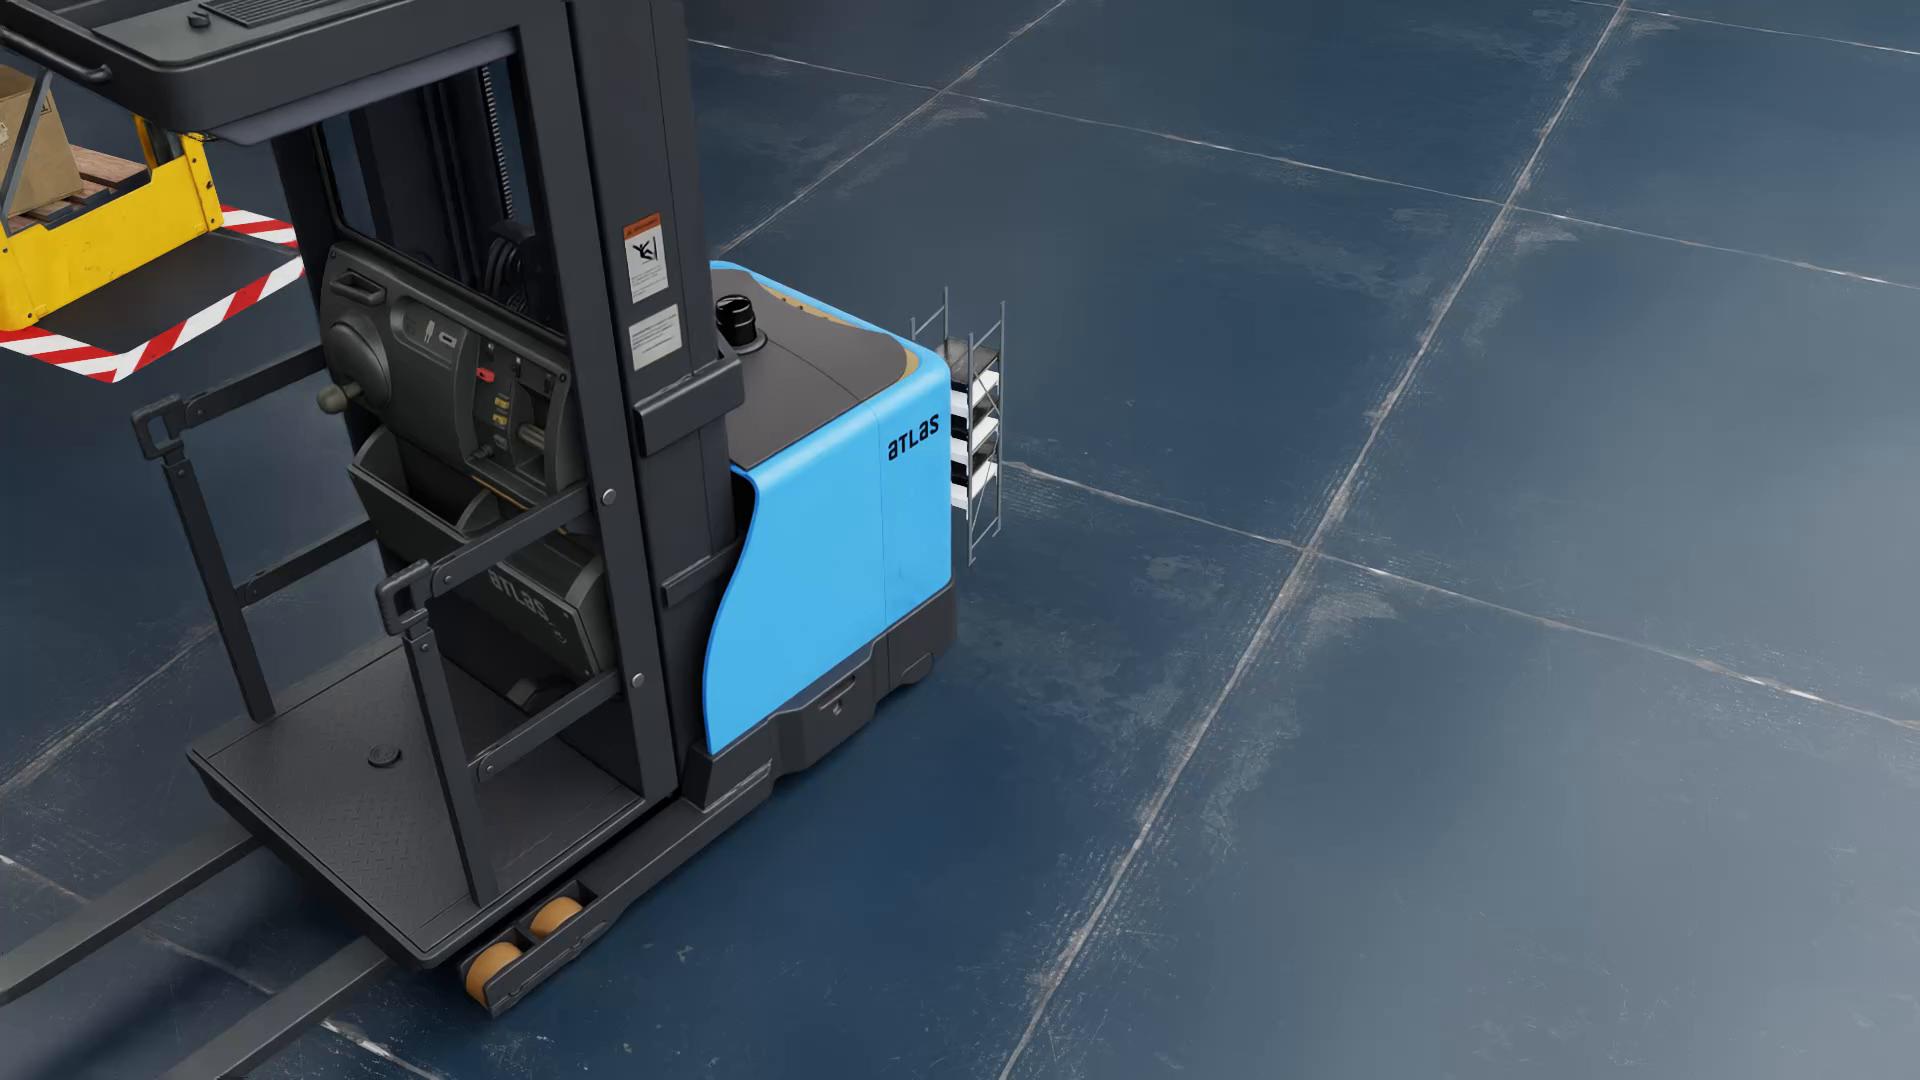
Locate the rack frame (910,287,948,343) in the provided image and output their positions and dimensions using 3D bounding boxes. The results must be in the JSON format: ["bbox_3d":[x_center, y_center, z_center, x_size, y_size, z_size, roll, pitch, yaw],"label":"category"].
[{"bbox_3d":[-0.097,-0.389,5.518,0.006,0.900,0.240,17,41,21],"label":"rack frame"}]

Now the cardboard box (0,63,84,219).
[{"bbox_3d":[-4.276,-1.739,7.281,0.500,0.500,0.500,25,44,29],"label":"cardboard box"}]

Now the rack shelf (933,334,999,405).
[{"bbox_3d":[-0.007,-0.549,5.338,0.200,0.077,0.258,17,41,21],"label":"rack shelf"}]

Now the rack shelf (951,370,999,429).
[{"bbox_3d":[-0.007,-0.478,5.392,0.200,0.077,0.258,17,41,21],"label":"rack shelf"}]

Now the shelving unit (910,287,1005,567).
[{"bbox_3d":[-0.007,-0.361,5.481,0.210,0.900,0.258,17,41,21],"label":"shelving unit"}]

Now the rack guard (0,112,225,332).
[{"bbox_3d":[-3.797,-1.411,7.195,0.348,0.500,1.175,17,41,21],"label":"rack guard"}]

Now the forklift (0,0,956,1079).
[{"bbox_3d":[-1.349,-0.331,3.762,1.130,2.935,3.031,27,45,31],"label":"forklift"}]

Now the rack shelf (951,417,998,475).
[{"bbox_3d":[-0.007,-0.334,5.501,0.200,0.077,0.258,17,41,21],"label":"rack shelf"}]

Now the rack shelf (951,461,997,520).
[{"bbox_3d":[-0.007,-0.191,5.610,0.200,0.077,0.258,17,41,21],"label":"rack shelf"}]

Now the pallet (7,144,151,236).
[{"bbox_3d":[-4.502,-1.540,7.605,1.213,0.211,1.003,17,41,21],"label":"pallet"}]

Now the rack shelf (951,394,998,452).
[{"bbox_3d":[-0.007,-0.406,5.447,0.200,0.077,0.258,17,41,21],"label":"rack shelf"}]

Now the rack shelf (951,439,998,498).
[{"bbox_3d":[-0.007,-0.262,5.555,0.200,0.077,0.258,17,41,21],"label":"rack shelf"}]

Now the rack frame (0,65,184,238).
[{"bbox_3d":[-3.729,-2.385,6.411,0.127,3.000,1.000,17,41,21],"label":"rack frame"}]

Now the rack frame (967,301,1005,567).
[{"bbox_3d":[0.083,-0.332,5.444,0.006,0.900,0.240,17,41,21],"label":"rack frame"}]
